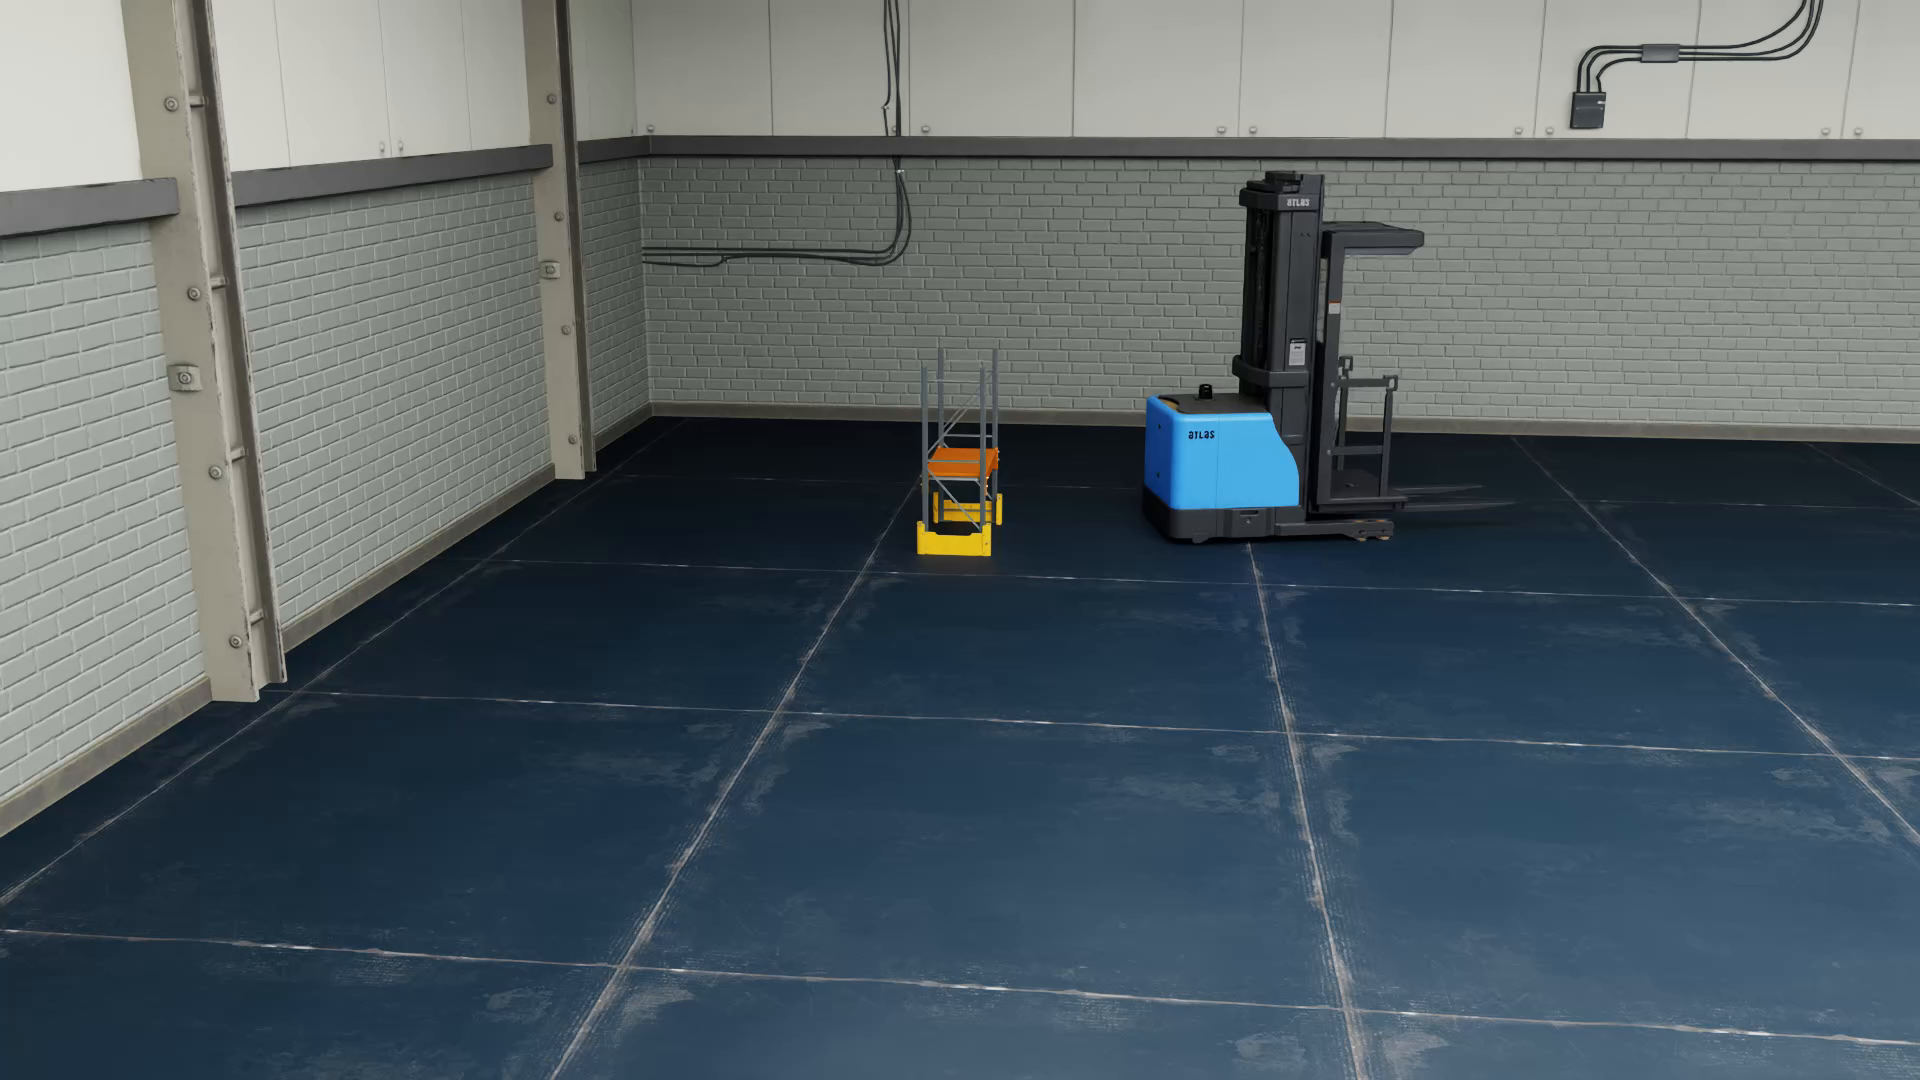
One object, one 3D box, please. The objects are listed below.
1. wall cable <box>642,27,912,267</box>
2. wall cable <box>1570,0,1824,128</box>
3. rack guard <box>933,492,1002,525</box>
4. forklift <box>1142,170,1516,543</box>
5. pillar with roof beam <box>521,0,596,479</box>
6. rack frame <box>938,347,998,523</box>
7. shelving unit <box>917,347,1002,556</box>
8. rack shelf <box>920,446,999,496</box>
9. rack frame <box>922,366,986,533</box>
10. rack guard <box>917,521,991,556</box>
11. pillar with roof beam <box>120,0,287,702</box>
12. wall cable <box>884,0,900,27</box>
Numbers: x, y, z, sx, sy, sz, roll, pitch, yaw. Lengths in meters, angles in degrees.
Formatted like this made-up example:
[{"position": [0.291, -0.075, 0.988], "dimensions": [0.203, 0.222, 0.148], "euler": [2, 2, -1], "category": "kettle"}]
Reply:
[{"position": [-2.064, -4.203, 17.915], "dimensions": [3.097, 2.526, 0.112], "euler": [2, 15, 6], "category": "wall cable"}, {"position": [7.367, -7.060, 16.017], "dimensions": [2.305, 6.003, 0.169], "euler": [2, 15, 6], "category": "wall cable"}, {"position": [0.065, -0.270, 14.180], "dimensions": [0.587, 0.250, 0.087], "euler": [2, 15, 6], "category": "rack guard"}, {"position": [3.126, -1.542, 13.751], "dimensions": [3.031, 2.935, 1.130], "euler": [-2, 15, -8], "category": "forklift"}, {"position": [0.567, -4.850, 14.359], "dimensions": [9.100, 9.000, 0.400], "euler": [2, 15, 6], "category": "pillar with roof beam"}, {"position": [0.067, -0.878, 14.036], "dimensions": [0.500, 1.500, 0.032], "euler": [2, 15, 6], "category": "rack frame"}, {"position": [0.009, -0.744, 13.539], "dimensions": [0.587, 1.500, 1.083], "euler": [2, 15, 6], "category": "shelving unit"}, {"position": [0.010, -0.572, 13.595], "dimensions": [0.538, 0.185, 1.000], "euler": [2, 15, 6], "category": "rack shelf"}, {"position": [-0.048, -0.614, 13.061], "dimensions": [0.500, 1.500, 0.032], "euler": [2, 15, 6], "category": "rack frame"}, {"position": [-0.048, -0.011, 13.225], "dimensions": [0.587, 0.250, 0.087], "euler": [2, 15, 6], "category": "rack guard"}, {"position": [-0.110, -3.294, 8.604], "dimensions": [9.100, 9.000, 0.400], "euler": [2, 15, 6], "category": "pillar with roof beam"}, {"position": [0.624, -6.561, 16.961], "dimensions": [3.097, 2.526, 0.112], "euler": [2, 15, 6], "category": "wall cable"}]
